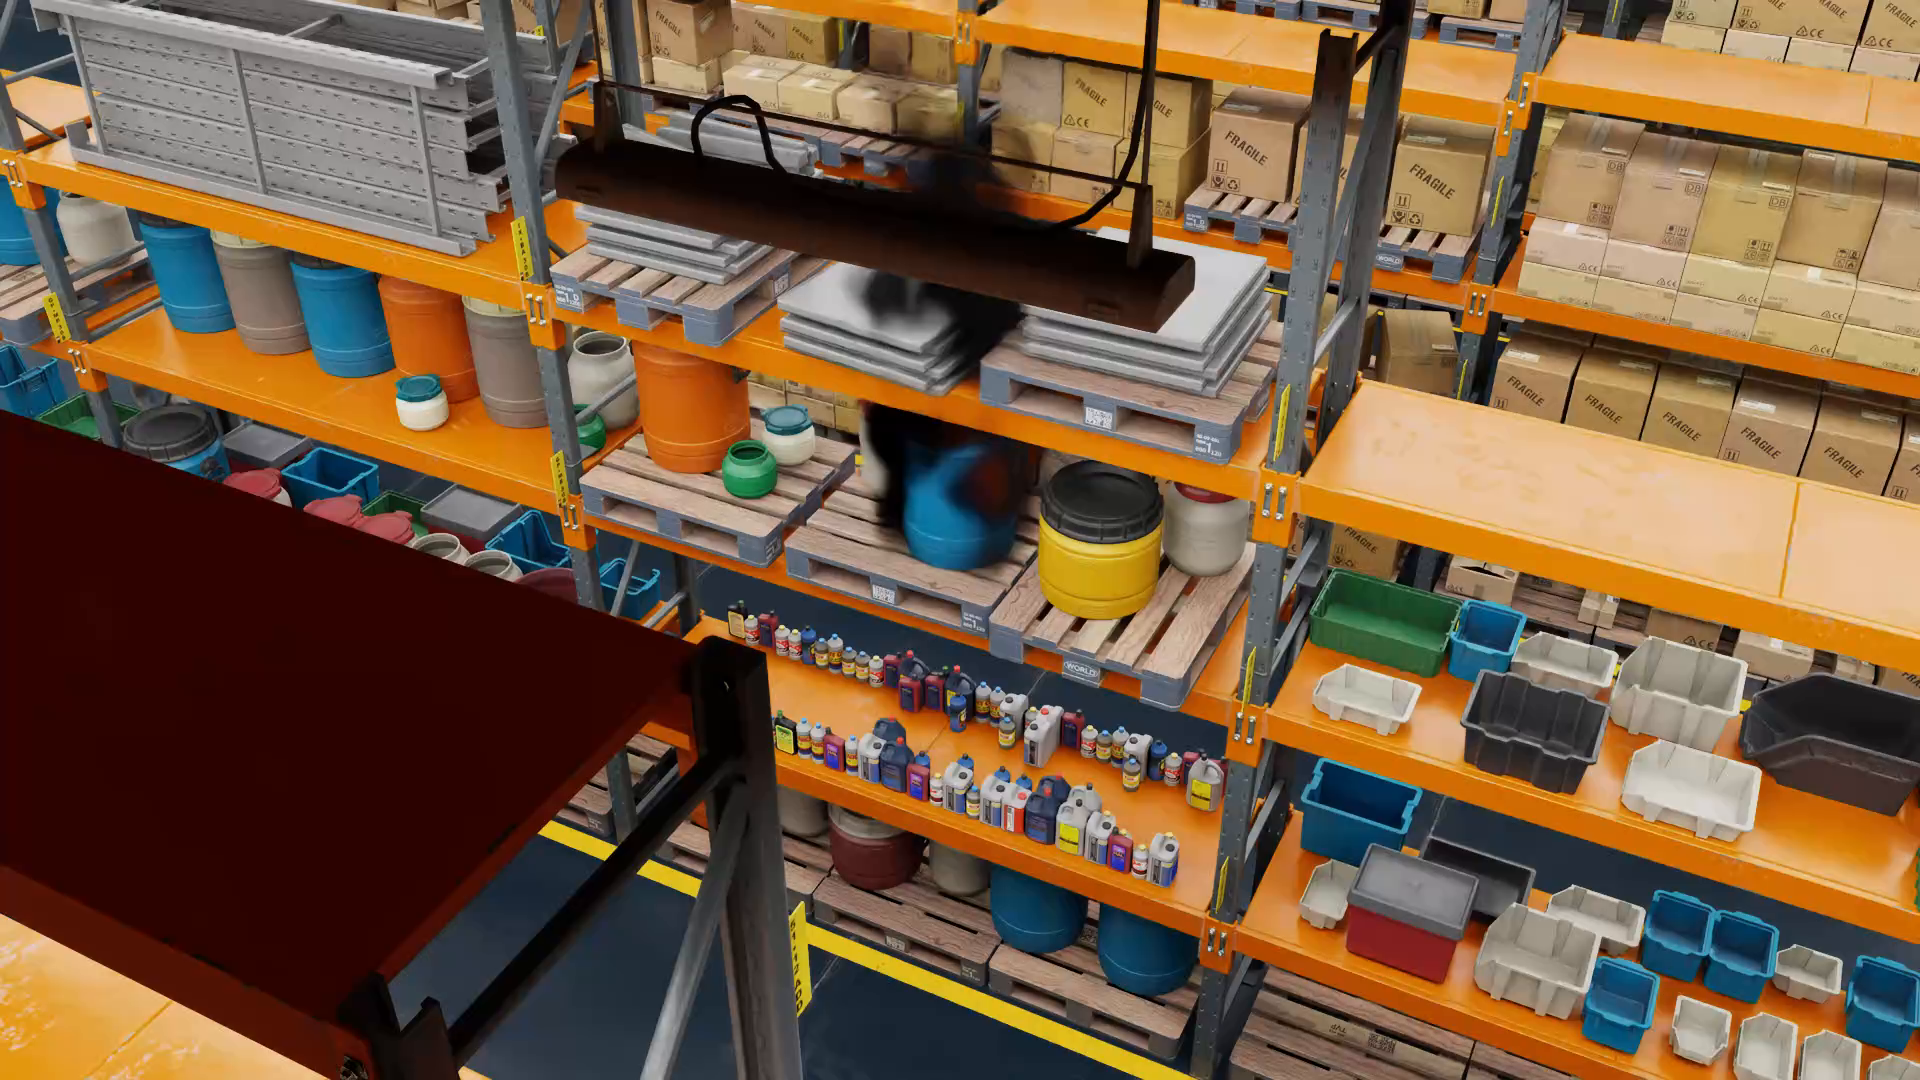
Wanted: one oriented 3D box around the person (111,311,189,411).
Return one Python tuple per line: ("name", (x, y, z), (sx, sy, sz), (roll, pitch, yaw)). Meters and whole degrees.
("person", (-7.146, -1.527, 14.653), (0.774, 1.616, 0.561), (10, 36, 15))
